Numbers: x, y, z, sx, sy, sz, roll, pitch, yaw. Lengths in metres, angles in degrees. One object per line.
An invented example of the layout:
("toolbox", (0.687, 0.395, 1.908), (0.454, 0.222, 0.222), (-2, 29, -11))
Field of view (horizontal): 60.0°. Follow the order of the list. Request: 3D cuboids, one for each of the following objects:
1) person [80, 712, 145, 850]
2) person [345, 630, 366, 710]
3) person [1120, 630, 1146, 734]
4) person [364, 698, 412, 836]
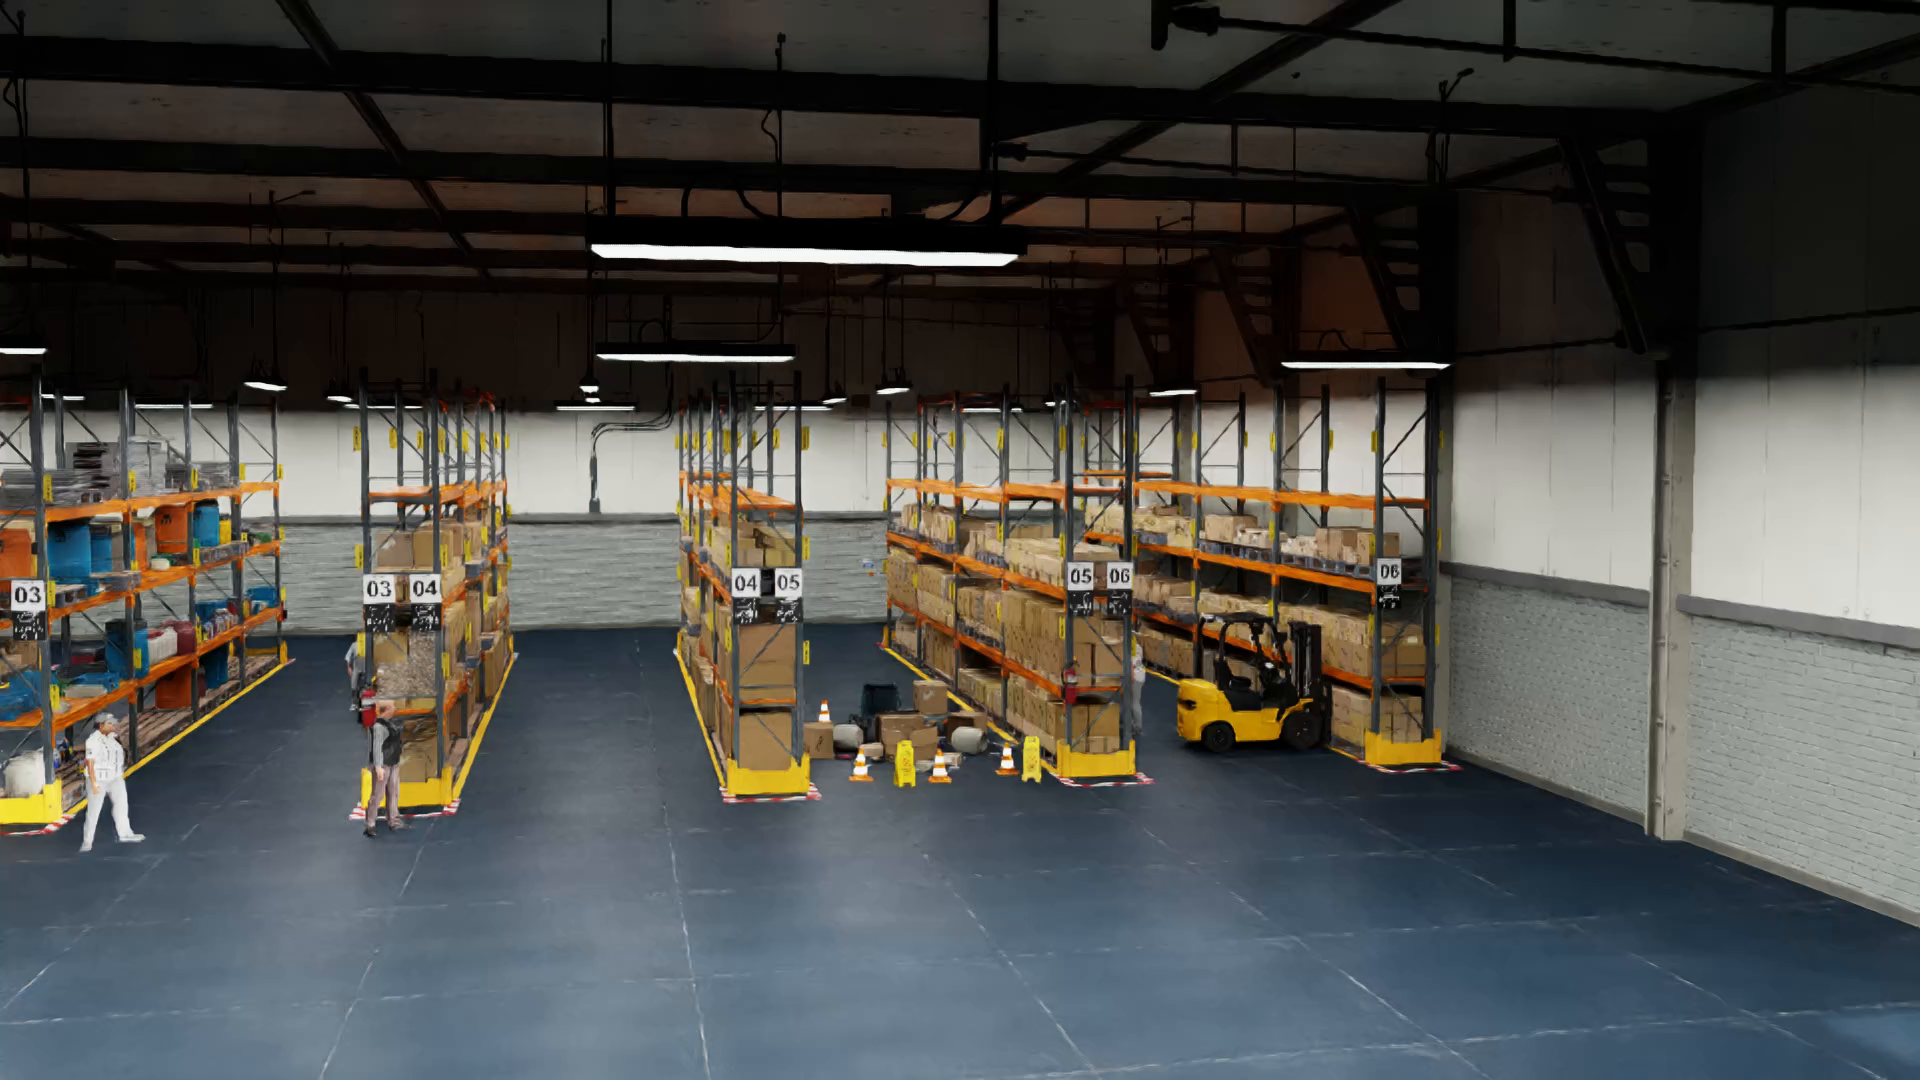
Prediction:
("person", (-10.520, 2.941, 20.515), (0.493, 1.662, 0.695), (1, 4, 17))
("person", (-11.037, 2.412, 30.684), (0.566, 1.541, 0.519), (-1, 4, -15))
("person", (2.918, 2.419, 28.474), (0.504, 1.759, 0.588), (1, 4, 19))
("person", (-7.331, 2.875, 21.207), (0.495, 1.722, 0.628), (0, 3, -2))
